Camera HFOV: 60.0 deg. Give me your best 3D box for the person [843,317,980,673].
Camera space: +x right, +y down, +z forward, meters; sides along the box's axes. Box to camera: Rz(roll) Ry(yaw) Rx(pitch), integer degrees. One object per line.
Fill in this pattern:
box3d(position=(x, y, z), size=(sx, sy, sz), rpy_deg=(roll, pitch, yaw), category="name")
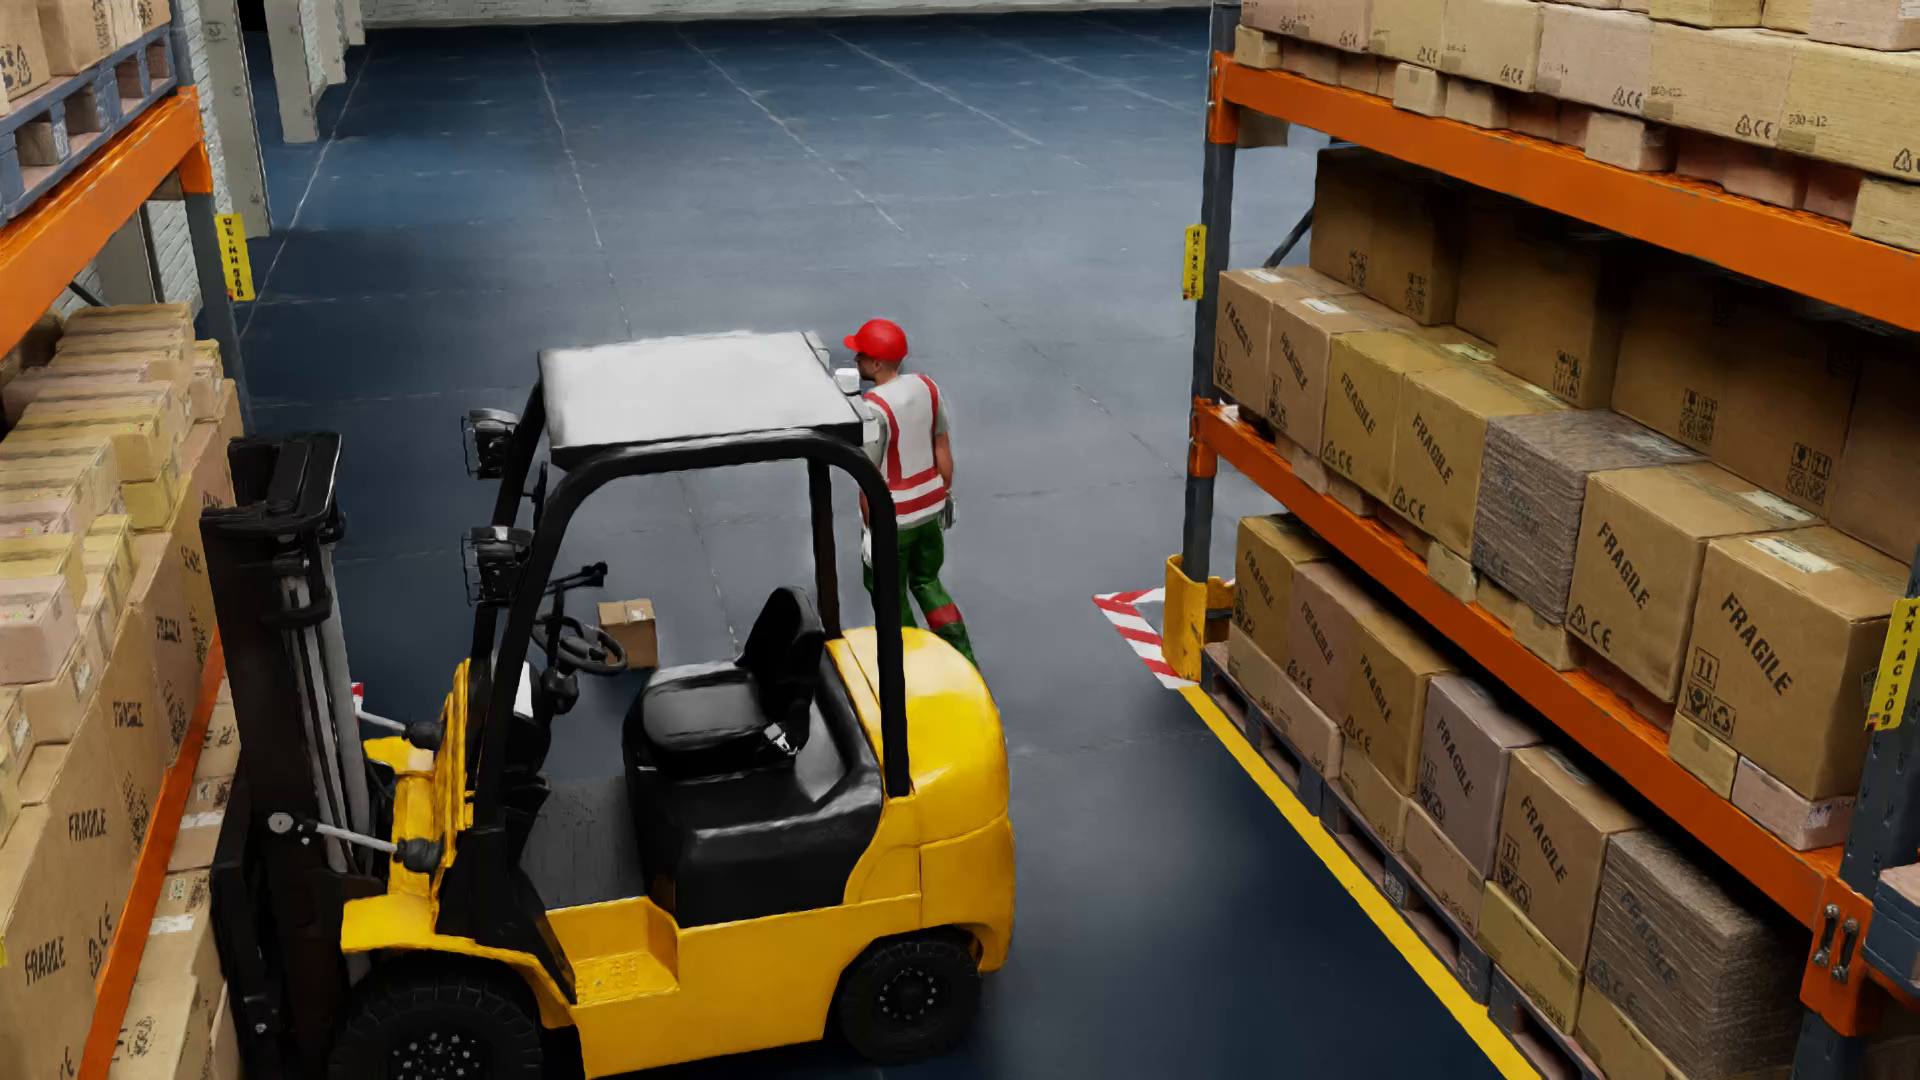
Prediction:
box3d(position=(-0.202, -0.096, 7.293), size=(0.566, 1.780, 0.590), rpy_deg=(19, 29, 38), category="person")
